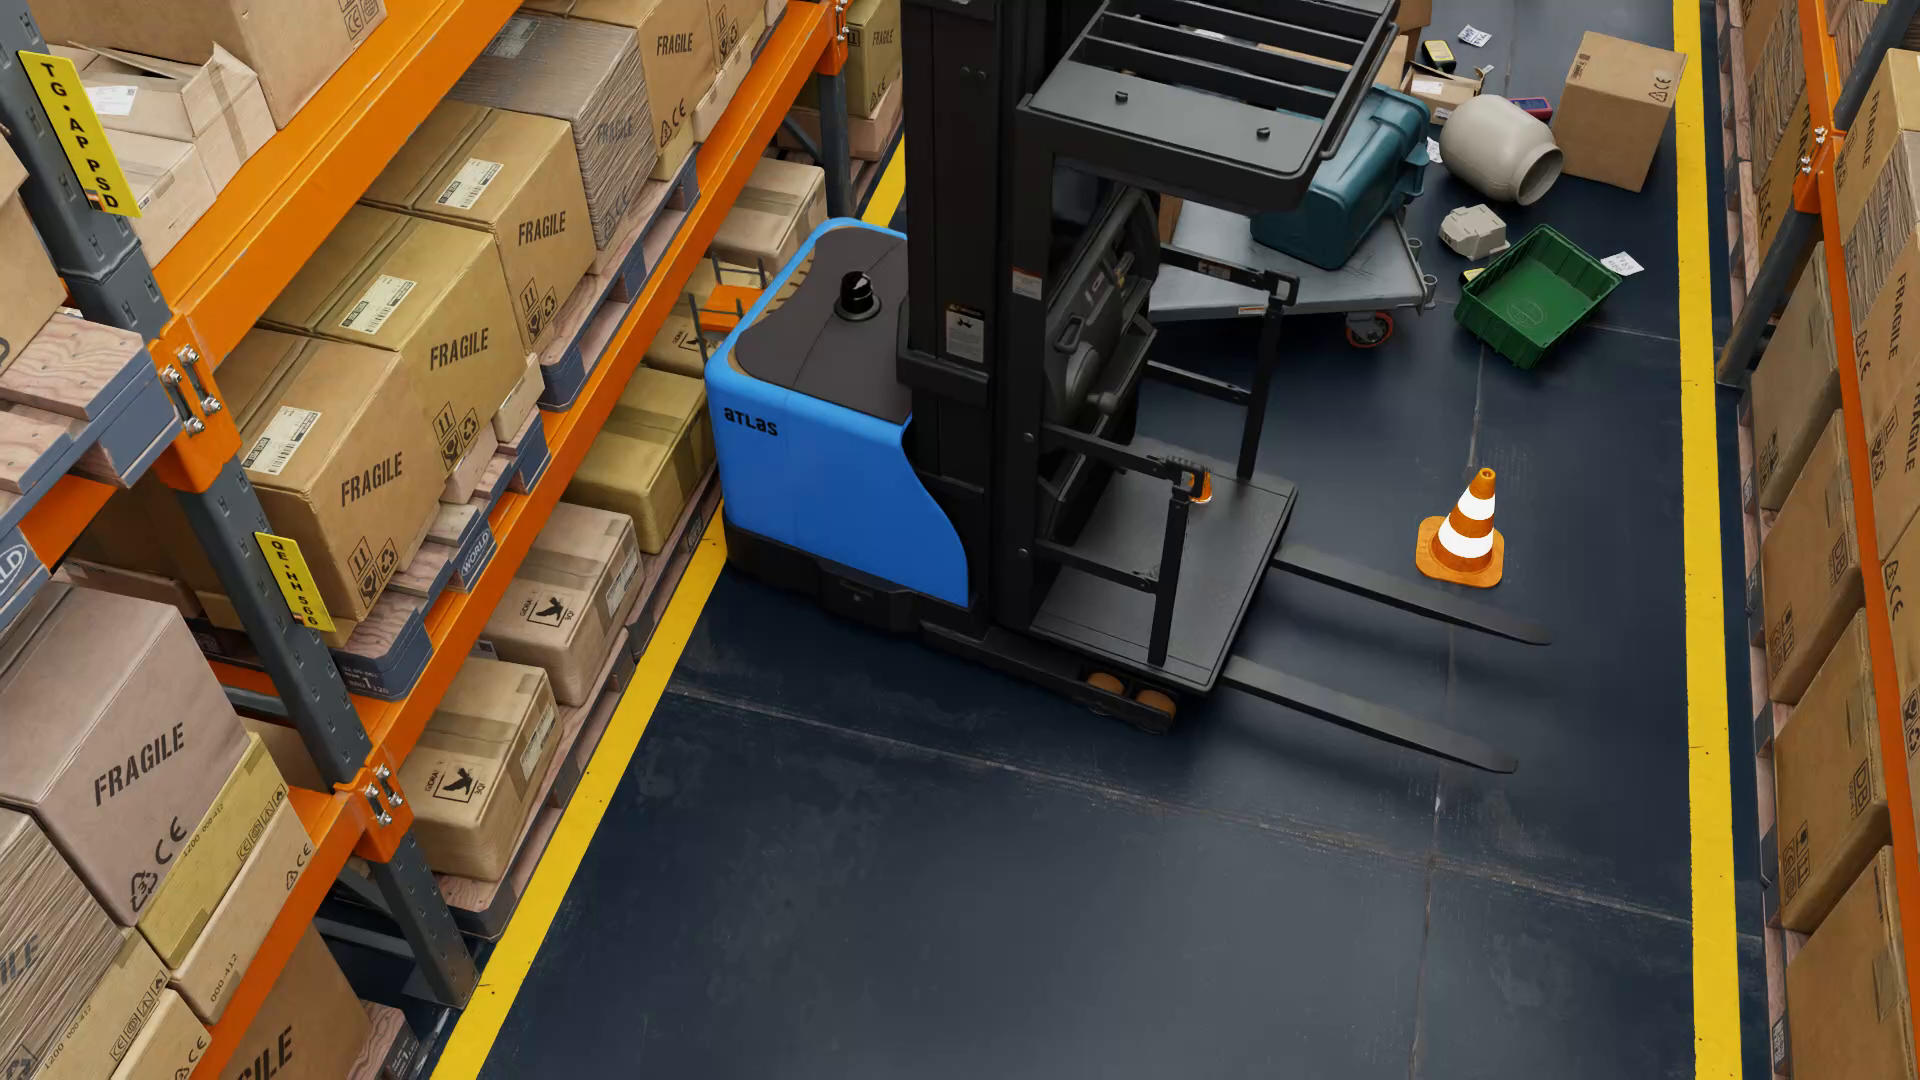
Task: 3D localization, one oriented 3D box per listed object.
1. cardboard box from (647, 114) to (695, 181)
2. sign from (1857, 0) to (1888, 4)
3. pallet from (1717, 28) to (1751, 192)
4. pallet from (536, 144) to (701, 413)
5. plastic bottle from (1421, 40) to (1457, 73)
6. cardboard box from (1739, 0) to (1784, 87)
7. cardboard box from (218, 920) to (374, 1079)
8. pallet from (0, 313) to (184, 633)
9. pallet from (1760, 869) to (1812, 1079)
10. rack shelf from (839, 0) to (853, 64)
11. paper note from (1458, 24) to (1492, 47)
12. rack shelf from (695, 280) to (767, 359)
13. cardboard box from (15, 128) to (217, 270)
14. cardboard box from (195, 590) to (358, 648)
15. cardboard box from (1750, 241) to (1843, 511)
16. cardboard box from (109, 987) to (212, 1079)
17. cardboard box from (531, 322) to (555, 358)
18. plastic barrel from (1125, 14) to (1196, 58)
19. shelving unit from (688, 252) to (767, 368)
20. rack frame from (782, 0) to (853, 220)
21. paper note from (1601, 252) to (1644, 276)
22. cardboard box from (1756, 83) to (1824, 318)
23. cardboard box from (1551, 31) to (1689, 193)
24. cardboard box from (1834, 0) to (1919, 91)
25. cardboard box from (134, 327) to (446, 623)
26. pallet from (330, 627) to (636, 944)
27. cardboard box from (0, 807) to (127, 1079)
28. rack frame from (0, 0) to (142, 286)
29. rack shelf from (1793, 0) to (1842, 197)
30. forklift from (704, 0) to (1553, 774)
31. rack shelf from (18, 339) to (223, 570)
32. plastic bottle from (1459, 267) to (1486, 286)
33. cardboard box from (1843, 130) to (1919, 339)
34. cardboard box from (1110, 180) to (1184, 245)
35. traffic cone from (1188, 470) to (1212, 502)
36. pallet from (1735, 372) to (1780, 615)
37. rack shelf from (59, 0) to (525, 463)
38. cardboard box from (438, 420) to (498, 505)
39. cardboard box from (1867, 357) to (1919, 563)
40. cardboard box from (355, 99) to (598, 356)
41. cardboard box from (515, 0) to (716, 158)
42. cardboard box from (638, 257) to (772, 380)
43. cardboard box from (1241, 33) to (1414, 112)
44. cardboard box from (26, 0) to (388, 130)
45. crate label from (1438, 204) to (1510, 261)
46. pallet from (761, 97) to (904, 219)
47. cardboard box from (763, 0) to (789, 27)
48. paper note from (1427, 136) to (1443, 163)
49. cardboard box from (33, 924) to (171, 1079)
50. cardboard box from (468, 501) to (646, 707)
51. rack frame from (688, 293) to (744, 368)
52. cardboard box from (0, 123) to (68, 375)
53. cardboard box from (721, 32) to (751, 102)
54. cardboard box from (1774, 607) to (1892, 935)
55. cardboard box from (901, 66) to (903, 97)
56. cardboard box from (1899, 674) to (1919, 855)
[{"bbox_3d":[-1.155,-1.411,5.801,0.380,0.149,0.250,12,50,10],"label":"cardboard box"},{"bbox_3d":[3.263,-2.034,5.834,0.100,0.325,0.005,12,50,10],"label":"sign"},{"bbox_3d":[4.394,-2.110,8.391,1.003,0.211,1.213,12,50,10],"label":"pallet"},{"bbox_3d":[-1.574,-1.000,5.679,1.003,0.211,1.213,12,50,10],"label":"pallet"},{"bbox_3d":[2.573,-2.575,8.901,0.133,0.061,0.283,-4,49,-3],"label":"plastic bottle"},{"bbox_3d":[4.507,-2.802,8.278,0.875,0.875,0.875,11,49,9],"label":"cardboard box"},{"bbox_3d":[-2.318,1.423,4.549,0.875,0.875,0.875,11,50,10],"label":"cardboard box"},{"bbox_3d":[-2.174,-0.078,2.862,1.213,0.211,1.003,14,50,12],"label":"pallet"},{"bbox_3d":[3.026,1.647,5.074,1.003,0.211,1.213,12,50,10],"label":"pallet"},{"bbox_3d":[-0.477,-3.726,8.436,1.077,0.370,4.000,12,50,10],"label":"rack shelf"},{"bbox_3d":[2.812,-2.755,9.081,0.144,0.017,0.142,28,54,22],"label":"paper note"},{"bbox_3d":[-0.849,-0.800,6.301,0.215,0.259,0.240,8,48,12],"label":"rack shelf"},{"bbox_3d":[-1.809,-0.728,3.477,0.380,0.149,0.250,12,50,10],"label":"cardboard box"},{"bbox_3d":[-1.791,0.122,4.448,0.380,0.149,0.250,9,49,8],"label":"cardboard box"},{"bbox_3d":[3.722,-0.541,6.366,1.050,0.750,0.750,11,50,10],"label":"cardboard box"},{"bbox_3d":[-2.058,1.215,3.695,0.500,0.250,0.500,12,50,11],"label":"cardboard box"},{"bbox_3d":[-1.487,-0.649,5.129,0.380,0.149,0.250,14,50,12],"label":"cardboard box"},{"bbox_3d":[0.967,-2.765,8.827,0.421,0.421,0.512,-27,54,-22],"label":"plastic barrel"},{"bbox_3d":[-0.833,-0.613,6.500,0.215,1.050,0.252,8,48,12],"label":"shelving unit"},{"bbox_3d":[-1.003,-2.517,6.890,1.000,3.000,0.127,12,50,10],"label":"rack frame"},{"bbox_3d":[3.102,-1.296,7.792,0.147,0.020,0.142,-19,51,-16],"label":"paper note"},{"bbox_3d":[4.032,-1.490,7.121,0.875,0.875,0.875,12,50,11],"label":"cardboard box"},{"bbox_3d":[3.218,-2.112,8.198,0.500,0.500,0.500,19,51,16],"label":"cardboard box"},{"bbox_3d":[3.885,-1.932,6.274,0.875,0.550,0.550,12,50,10],"label":"cardboard box"},{"bbox_3d":[-1.714,-0.174,4.277,0.500,0.500,0.500,10,49,9],"label":"cardboard box"},{"bbox_3d":[-1.849,0.734,5.880,1.003,0.211,1.213,12,50,10],"label":"pallet"},{"bbox_3d":[-2.067,0.811,3.219,0.500,0.500,0.500,12,50,11],"label":"cardboard box"},{"bbox_3d":[-2.056,-1.609,2.087,1.000,3.000,0.127,12,50,10],"label":"rack frame"},{"bbox_3d":[4.325,-2.822,7.639,1.077,0.370,4.000,12,50,10],"label":"rack shelf"},{"bbox_3d":[0.650,-0.725,5.354,3.031,2.935,1.130,19,51,16],"label":"forklift"},{"bbox_3d":[-2.582,1.068,2.205,1.077,0.370,4.000,12,50,10],"label":"rack shelf"},{"bbox_3d":[2.416,-1.139,7.633,0.133,0.061,0.283,-11,50,-10],"label":"plastic bottle"},{"bbox_3d":[3.269,-0.954,5.443,0.500,0.500,0.500,12,50,10],"label":"cardboard box"},{"bbox_3d":[0.722,-1.611,7.252,0.500,0.500,0.500,12,50,10],"label":"cardboard box"},{"bbox_3d":[0.910,-0.097,6.446,0.336,0.463,0.334,12,50,10],"label":"traffic cone"},{"bbox_3d":[3.669,-0.118,6.632,1.003,0.211,1.213,12,50,10],"label":"pallet"},{"bbox_3d":[-1.529,-1.825,4.758,1.077,0.370,4.000,12,50,10],"label":"rack shelf"},{"bbox_3d":[-1.568,-0.265,4.789,0.380,0.149,0.250,9,49,8],"label":"cardboard box"},{"bbox_3d":[3.001,-0.226,4.801,0.500,0.500,0.500,12,50,11],"label":"cardboard box"},{"bbox_3d":[-1.451,-0.938,4.951,0.500,0.500,0.500,12,50,11],"label":"cardboard box"},{"bbox_3d":[-1.174,-1.677,5.603,0.500,0.500,0.500,13,50,11],"label":"cardboard box"},{"bbox_3d":[-1.325,-0.886,6.923,0.950,0.372,0.625,14,50,12],"label":"cardboard box"},{"bbox_3d":[1.792,-2.181,8.168,0.797,0.637,0.503,12,50,10],"label":"cardboard box"},{"bbox_3d":[-1.797,-1.333,3.777,0.700,0.500,0.500,12,50,10],"label":"cardboard box"},{"bbox_3d":[2.429,-1.466,7.871,0.298,0.136,0.250,-19,51,-16],"label":"crate label"},{"bbox_3d":[-0.860,-2.087,8.370,1.003,0.211,1.213,12,50,10],"label":"pallet"},{"bbox_3d":[-0.872,-2.146,6.450,0.380,0.149,0.250,12,50,11],"label":"cardboard box"},{"bbox_3d":[2.391,-1.972,8.394,0.172,0.023,0.155,28,54,22],"label":"paper note"},{"bbox_3d":[-2.070,1.032,3.524,0.500,0.250,0.500,10,49,9],"label":"cardboard box"},{"bbox_3d":[-1.711,0.165,5.995,0.950,0.372,0.625,11,49,9],"label":"cardboard box"},{"bbox_3d":[-0.863,-0.526,6.420,0.200,1.050,0.008,8,48,12],"label":"rack frame"},{"bbox_3d":[-2.010,-0.487,2.748,0.797,0.503,0.637,9,49,8],"label":"cardboard box"},{"bbox_3d":[-0.992,-1.765,6.114,0.380,0.149,0.250,11,49,9],"label":"cardboard box"},{"bbox_3d":[3.220,0.830,5.156,1.050,0.750,0.750,12,50,11],"label":"cardboard box"},{"bbox_3d":[-0.458,-2.508,8.436,0.500,0.250,0.500,14,50,12],"label":"cardboard box"},{"bbox_3d":[2.738,0.508,4.154,0.500,0.500,0.500,12,50,10],"label":"cardboard box"}]
